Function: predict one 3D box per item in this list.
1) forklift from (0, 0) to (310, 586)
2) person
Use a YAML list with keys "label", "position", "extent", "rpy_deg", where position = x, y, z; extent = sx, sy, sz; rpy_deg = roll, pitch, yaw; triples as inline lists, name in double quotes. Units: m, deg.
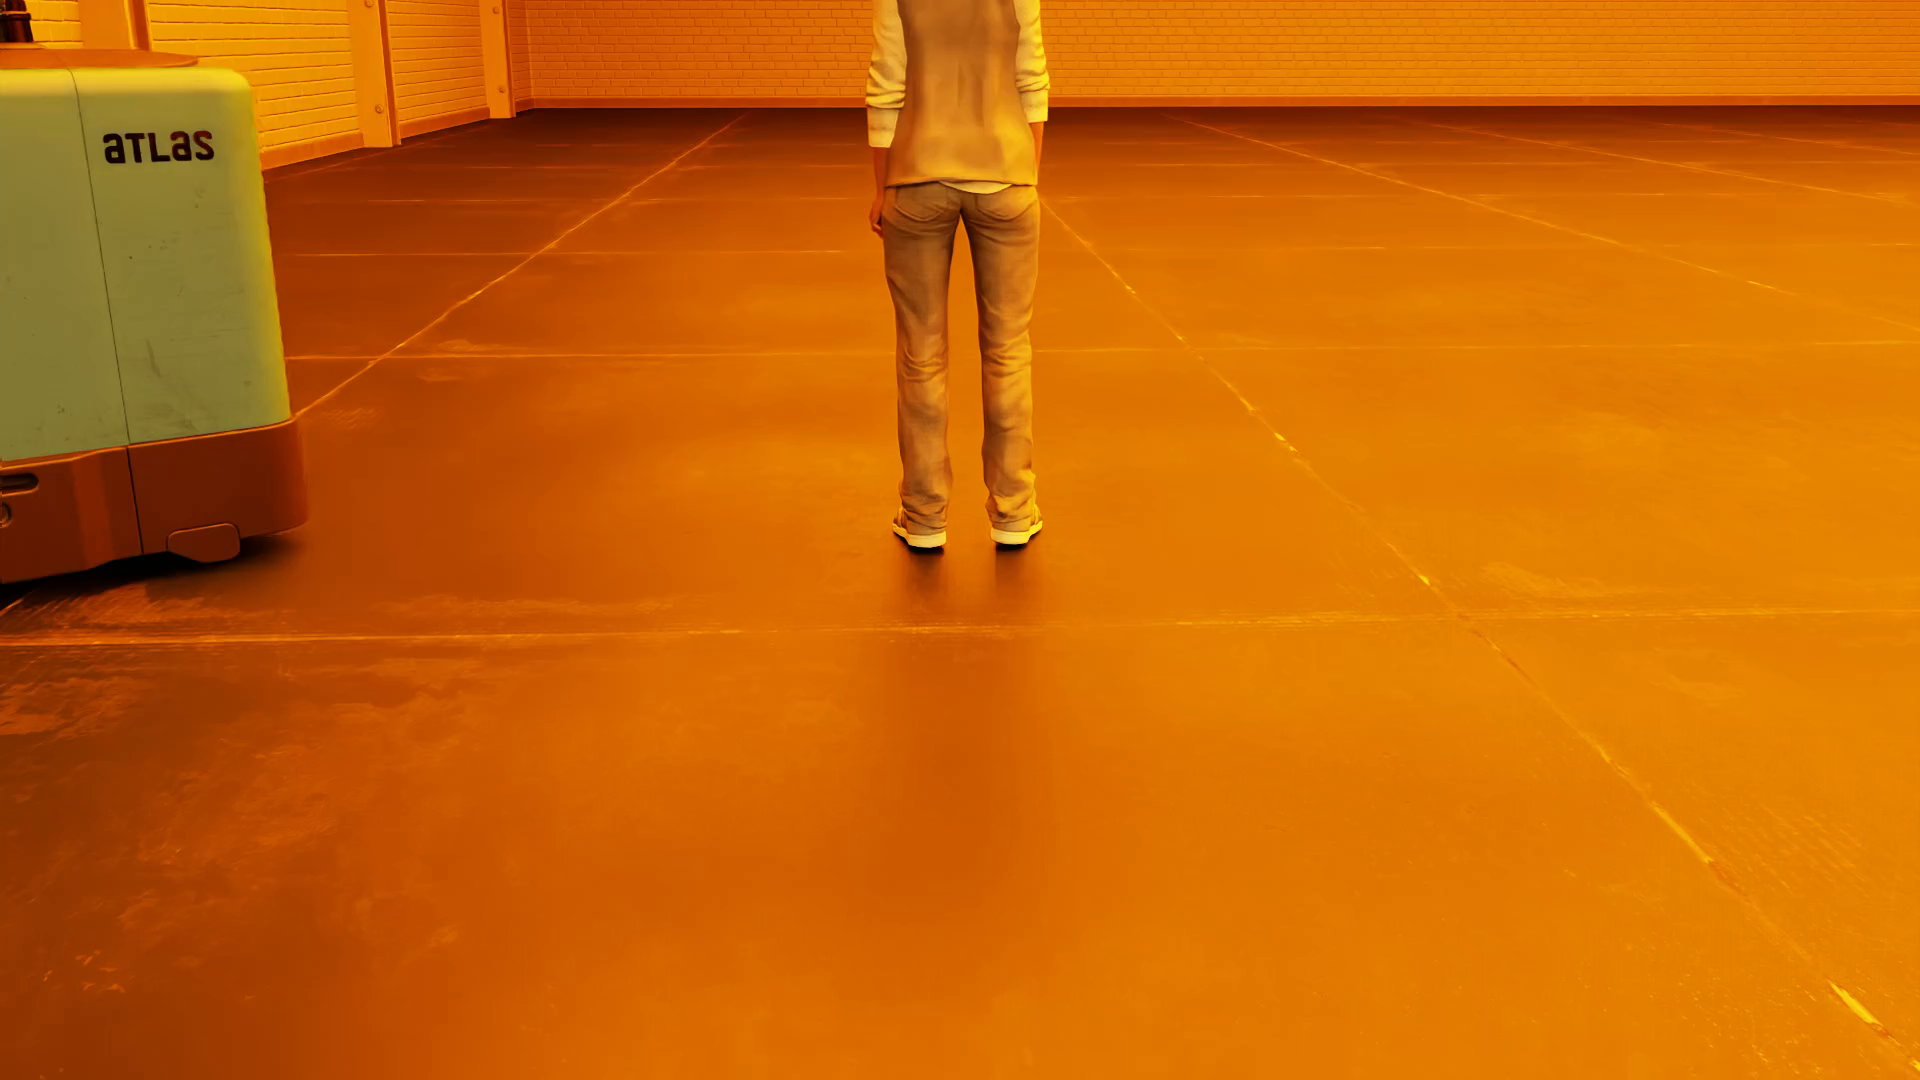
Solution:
- label: "forklift"
  position: [-2.967, -1.215, 2.880]
  extent: [3.031, 2.935, 1.130]
  rpy_deg: [-13, 21, -36]
- label: "person"
  position: [-0.003, -0.764, 3.685]
  extent: [0.409, 1.602, 0.327]
  rpy_deg: [-1, 17, -3]
